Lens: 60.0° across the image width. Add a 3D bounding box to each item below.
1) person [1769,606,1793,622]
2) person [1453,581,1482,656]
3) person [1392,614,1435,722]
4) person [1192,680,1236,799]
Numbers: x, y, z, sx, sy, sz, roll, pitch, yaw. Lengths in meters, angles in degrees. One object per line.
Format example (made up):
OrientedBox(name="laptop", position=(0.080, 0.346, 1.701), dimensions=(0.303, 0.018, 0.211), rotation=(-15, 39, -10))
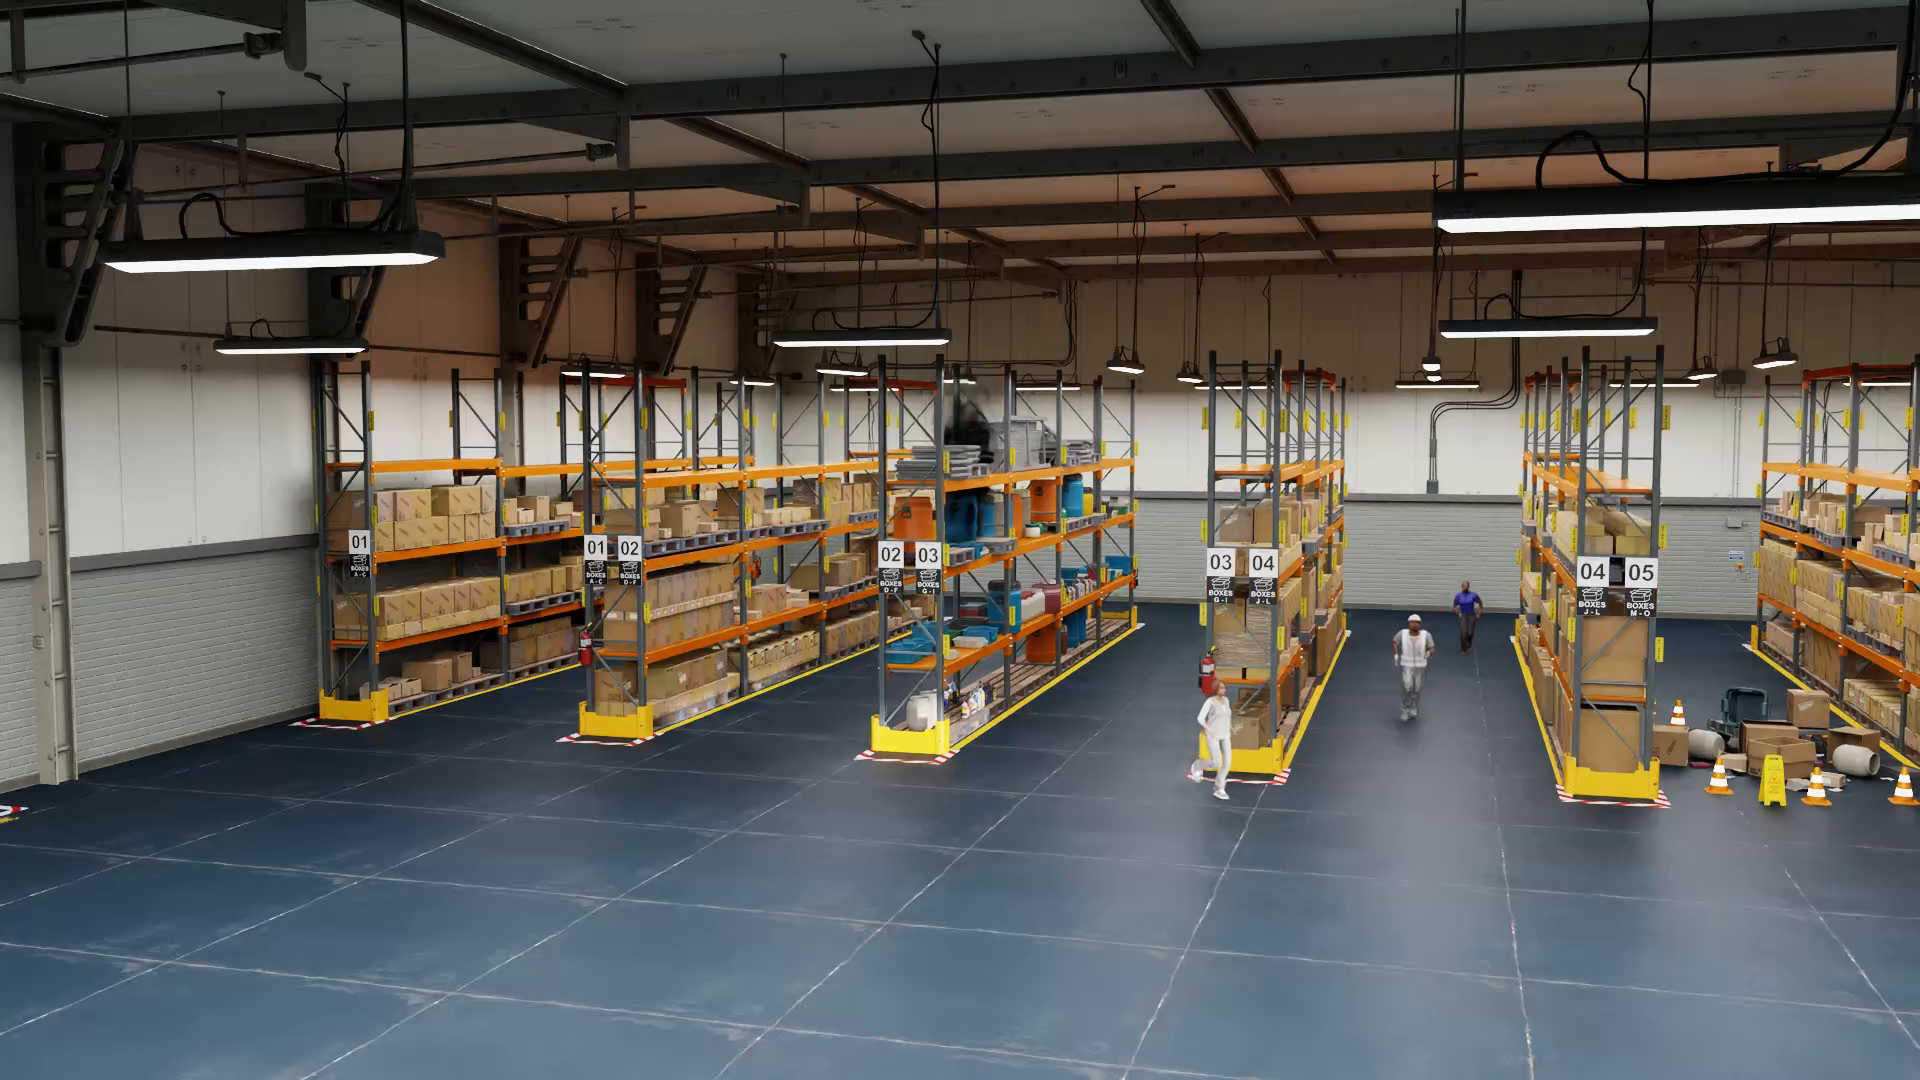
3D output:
OrientedBox(name="person", position=(18.535, 1.423, 37.571), dimensions=(0.763, 1.773, 0.862), rotation=(-3, 5, -38))
OrientedBox(name="person", position=(10.809, 1.678, 35.448), dimensions=(0.599, 1.620, 0.625), rotation=(2, 4, 20))
OrientedBox(name="person", position=(7.581, 2.141, 27.760), dimensions=(0.668, 1.811, 0.743), rotation=(0, 4, 7))
OrientedBox(name="person", position=(3.424, 2.642, 22.270), dimensions=(0.554, 1.568, 0.659), rotation=(-3, 5, -33))
